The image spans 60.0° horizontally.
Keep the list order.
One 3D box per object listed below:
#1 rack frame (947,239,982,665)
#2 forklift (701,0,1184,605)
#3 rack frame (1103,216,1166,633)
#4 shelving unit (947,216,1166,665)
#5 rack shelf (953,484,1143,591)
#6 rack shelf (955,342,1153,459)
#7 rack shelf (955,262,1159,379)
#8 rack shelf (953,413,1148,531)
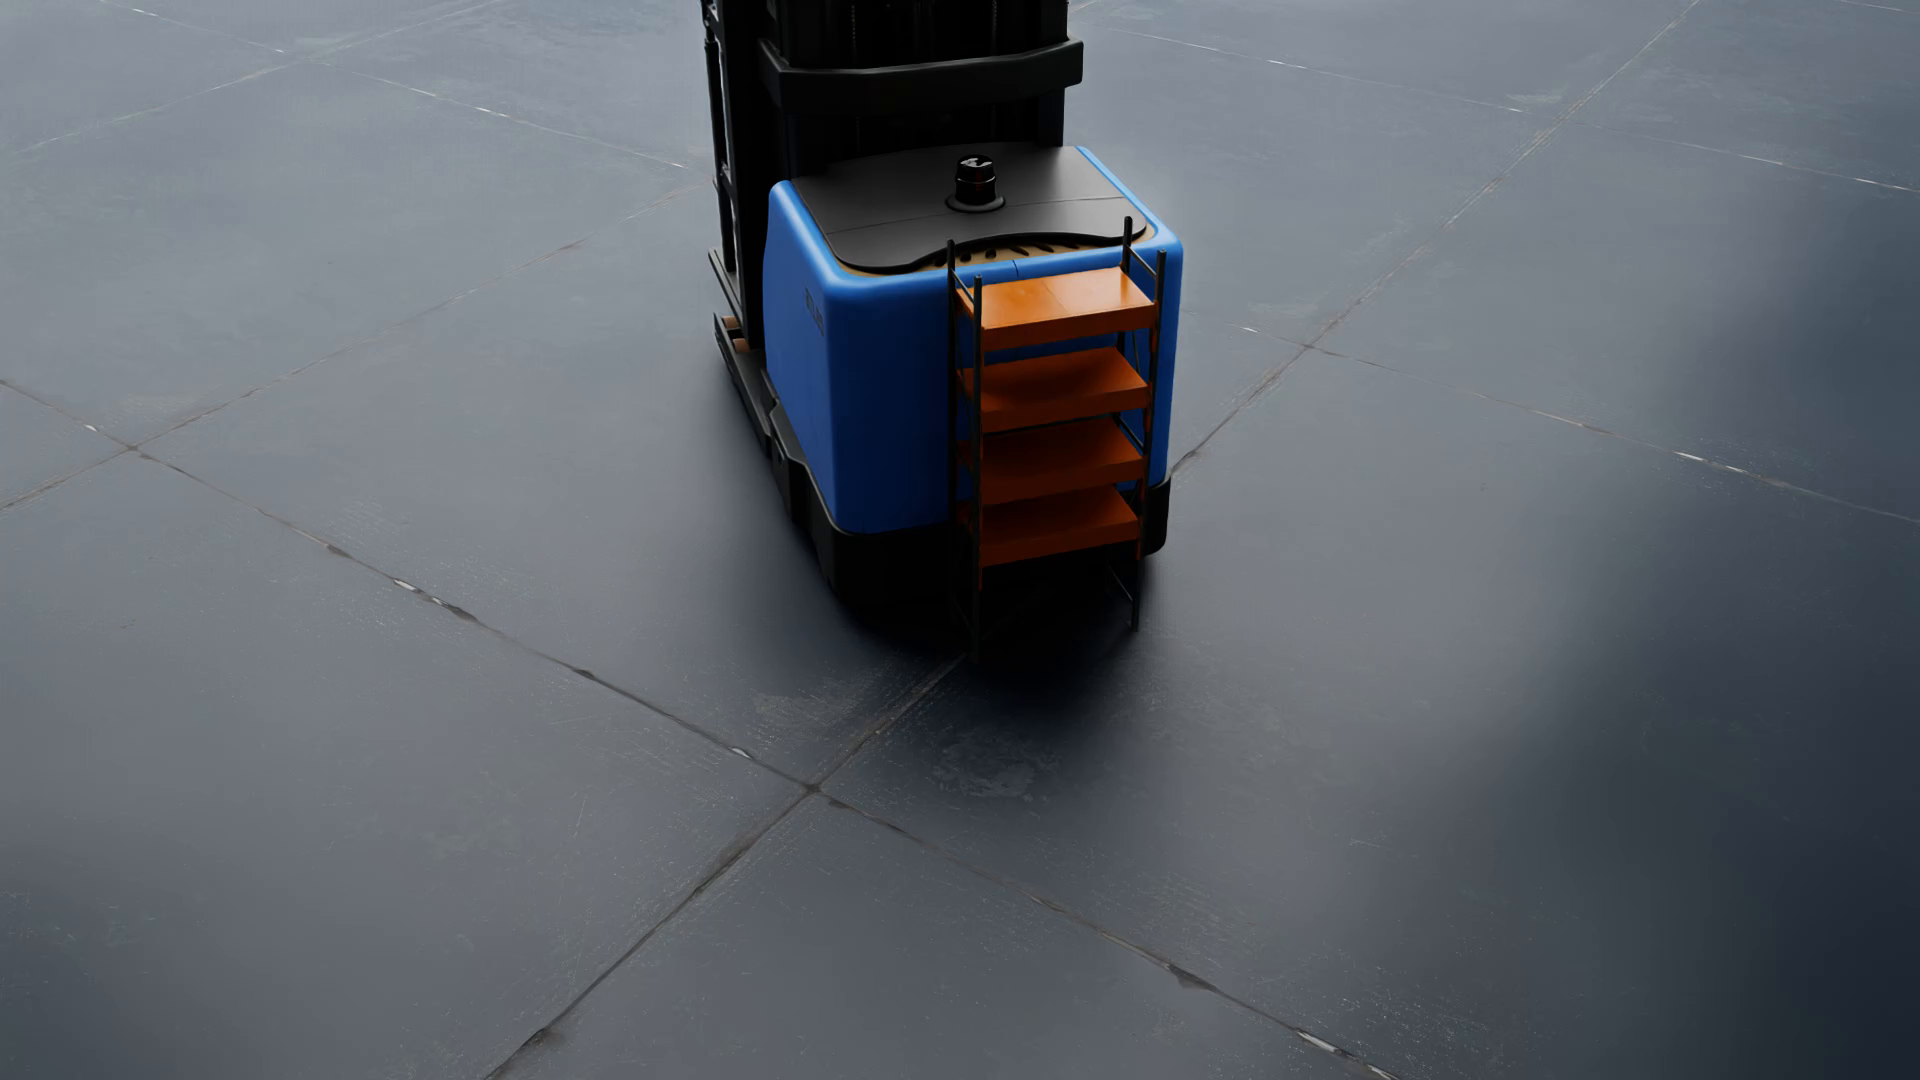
[{"bbox_3d":[0.011,-0.207,4.485,0.015,1.200,0.240,-10,35,-15],"label":"rack frame"},{"bbox_3d":[-0.287,-1.847,5.364,1.130,2.935,3.031,-10,35,-14],"label":"forklift"},{"bbox_3d":[0.475,-0.290,4.608,0.015,1.200,0.240,-10,35,-15],"label":"rack frame"},{"bbox_3d":[0.243,-0.249,4.546,0.503,1.200,0.258,-10,35,-15],"label":"shelving unit"},{"bbox_3d":[0.243,-0.028,4.695,0.480,0.148,0.258,-10,35,-15],"label":"rack shelf"},{"bbox_3d":[0.243,-0.378,4.459,0.480,0.148,0.258,-10,35,-15],"label":"rack shelf"},{"bbox_3d":[0.243,-0.574,4.326,0.480,0.148,0.258,-10,35,-15],"label":"rack shelf"},{"bbox_3d":[0.243,-0.193,4.584,0.480,0.148,0.258,-10,35,-15],"label":"rack shelf"}]
